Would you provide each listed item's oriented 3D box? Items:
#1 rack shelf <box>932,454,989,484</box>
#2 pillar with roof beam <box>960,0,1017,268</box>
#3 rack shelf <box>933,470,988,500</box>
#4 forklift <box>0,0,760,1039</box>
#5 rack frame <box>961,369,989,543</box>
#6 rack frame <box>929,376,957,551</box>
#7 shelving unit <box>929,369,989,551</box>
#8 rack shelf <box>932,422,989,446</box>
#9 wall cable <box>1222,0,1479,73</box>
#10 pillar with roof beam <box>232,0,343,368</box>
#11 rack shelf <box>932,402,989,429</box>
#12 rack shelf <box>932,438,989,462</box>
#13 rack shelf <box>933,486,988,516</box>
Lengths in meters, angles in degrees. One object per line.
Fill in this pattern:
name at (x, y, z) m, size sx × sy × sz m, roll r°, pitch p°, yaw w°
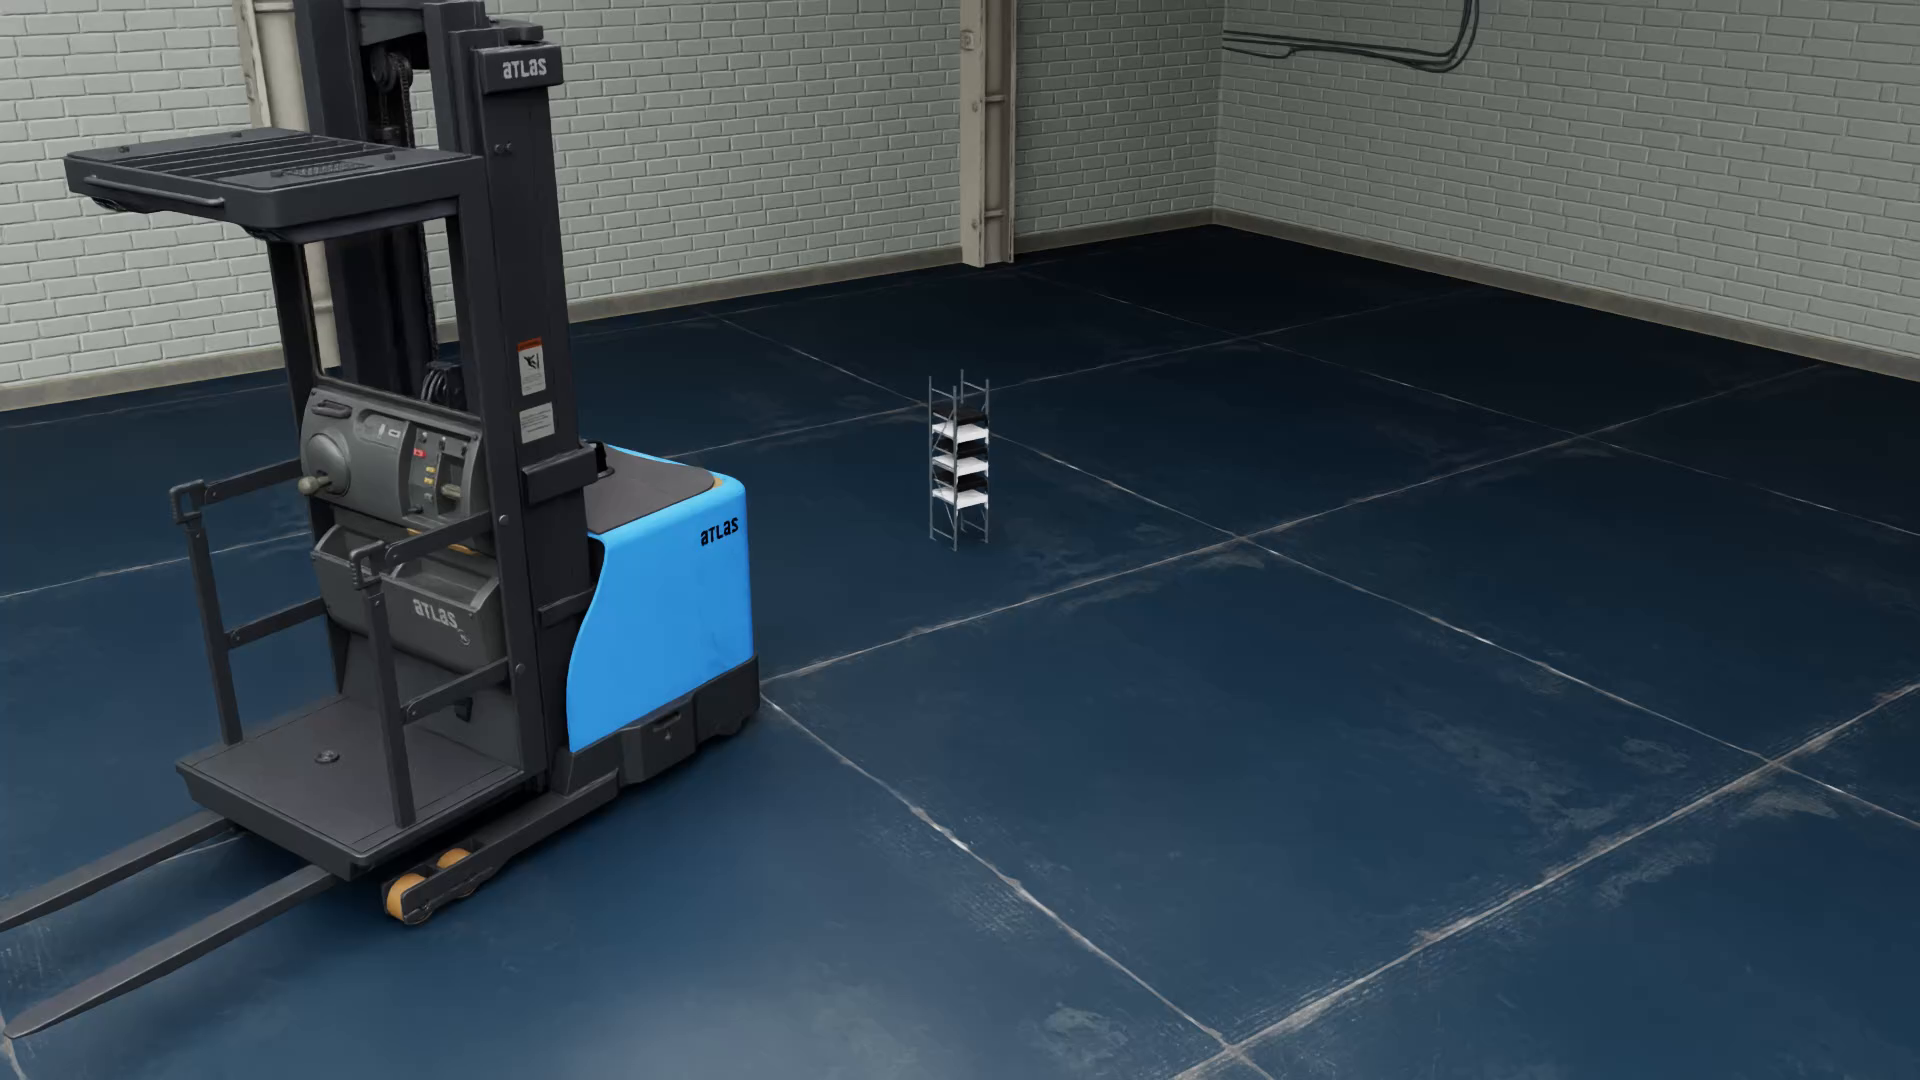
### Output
rack shelf at (-0.007, -0.385, 8.738) m, size 0.200 × 0.077 × 0.258 m, roll -15°, pitch 26°, yaw -33°
pillar with roof beam at (2.765, -5.444, 10.398) m, size 0.400 × 9.000 × 9.100 m, roll -15°, pitch 26°, yaw -33°
rack shelf at (-0.007, -0.302, 8.771) m, size 0.200 × 0.077 × 0.258 m, roll -15°, pitch 26°, yaw -33°
forklift at (-2.098, -0.263, 5.601) m, size 1.130 × 2.935 × 3.031 m, roll 15°, pitch 26°, yaw 32°
rack frame at (0.076, -0.438, 8.780) m, size 0.006 × 0.900 × 0.240 m, roll -15°, pitch 26°, yaw -33°
rack frame at (-0.089, -0.394, 8.670) m, size 0.006 × 0.900 × 0.240 m, roll -15°, pitch 26°, yaw -33°
shelving unit at (-0.007, -0.416, 8.725) m, size 0.210 × 0.900 × 0.258 m, roll -15°, pitch 26°, yaw -33°
rack shelf at (-0.007, -0.552, 8.671) m, size 0.200 × 0.077 × 0.258 m, roll -15°, pitch 26°, yaw -33°
wall cable at (3.415, -5.537, 14.820) m, size 0.112 × 2.526 × 3.097 m, roll -15°, pitch 26°, yaw -33°
pillar with roof beam at (-2.105, -4.146, 7.144) m, size 0.400 × 9.000 × 9.100 m, roll -15°, pitch 26°, yaw -33°
rack shelf at (-0.007, -0.636, 8.637) m, size 0.200 × 0.077 × 0.258 m, roll -15°, pitch 26°, yaw -33°
rack shelf at (-0.007, -0.469, 8.704) m, size 0.200 × 0.077 × 0.258 m, roll -15°, pitch 26°, yaw -33°
rack shelf at (-0.007, -0.218, 8.804) m, size 0.200 × 0.077 × 0.258 m, roll -15°, pitch 26°, yaw -33°
